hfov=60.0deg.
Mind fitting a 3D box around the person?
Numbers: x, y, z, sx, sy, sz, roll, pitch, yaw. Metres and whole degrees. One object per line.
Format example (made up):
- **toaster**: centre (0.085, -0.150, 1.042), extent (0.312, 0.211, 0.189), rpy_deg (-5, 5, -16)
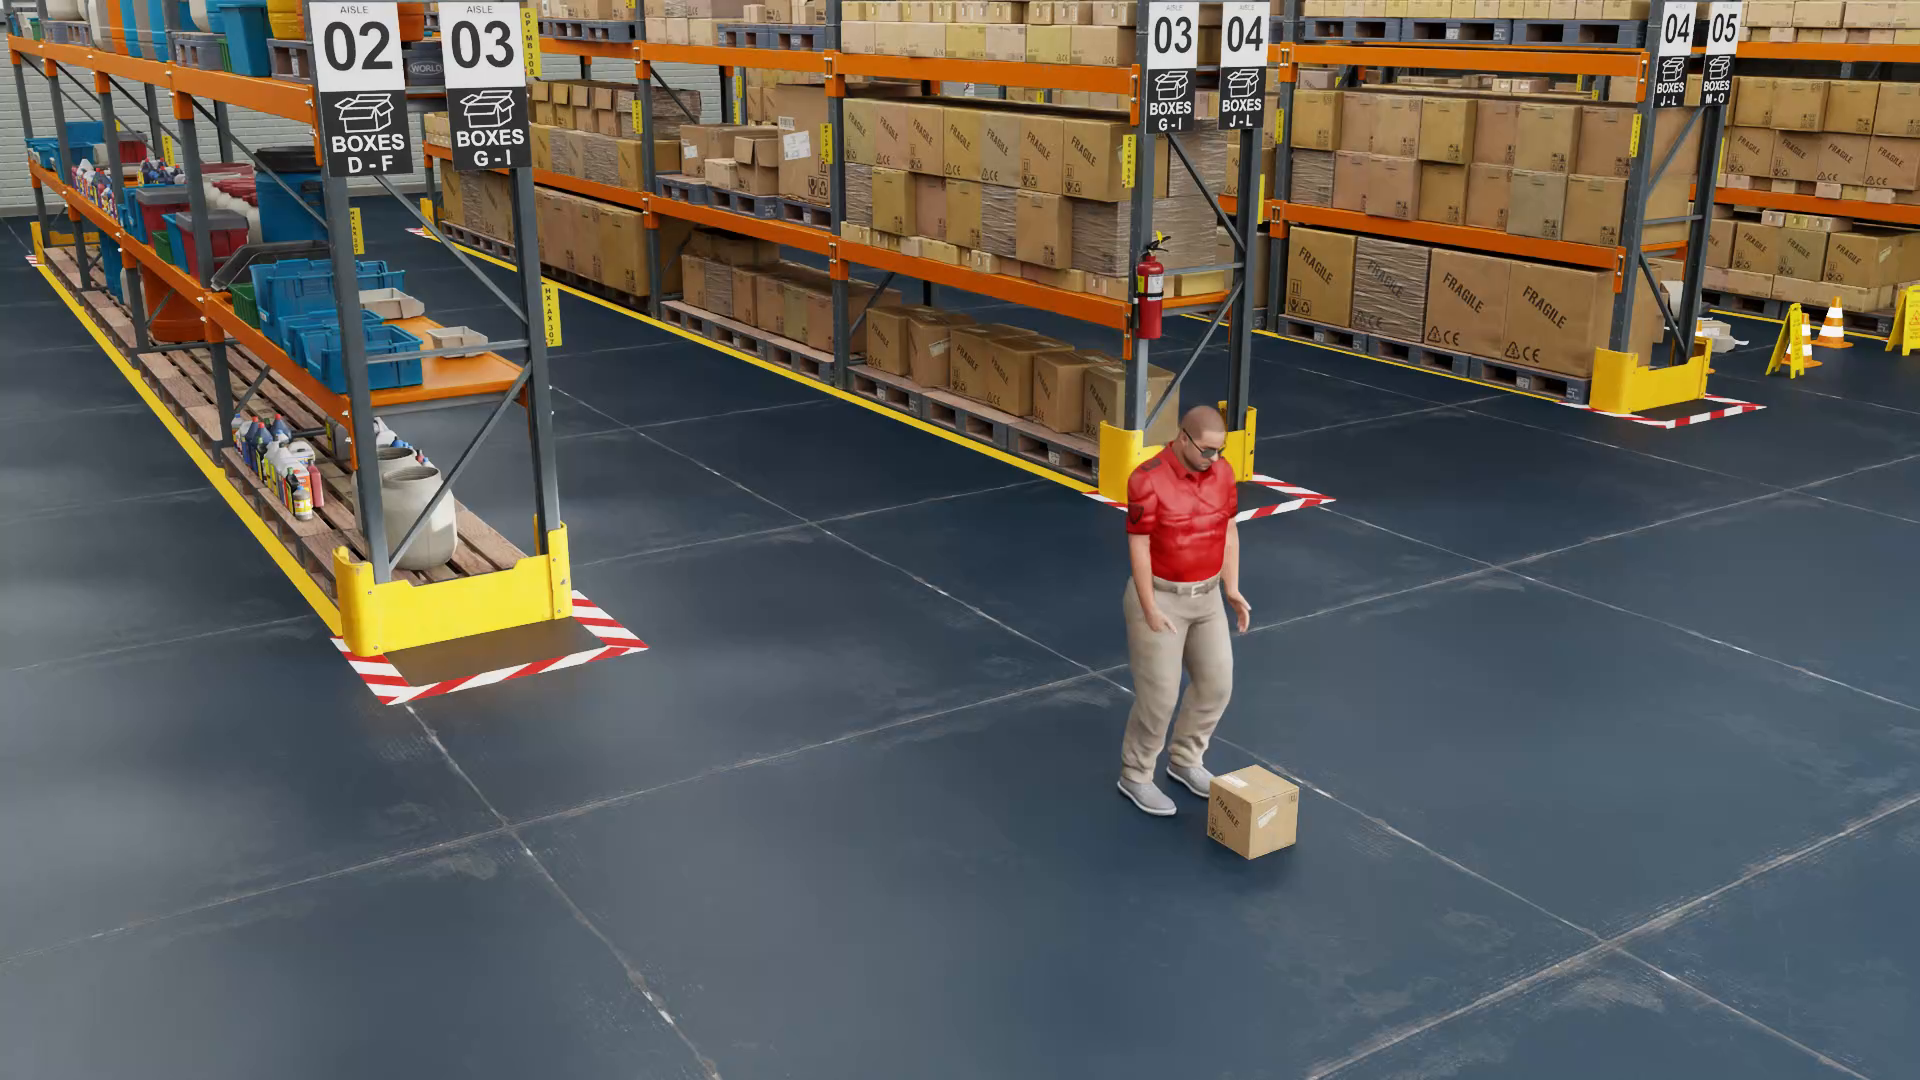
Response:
- **person**: centre (0.992, 0.688, 6.827), extent (0.563, 0.893, 0.878), rpy_deg (-11, 21, -32)
